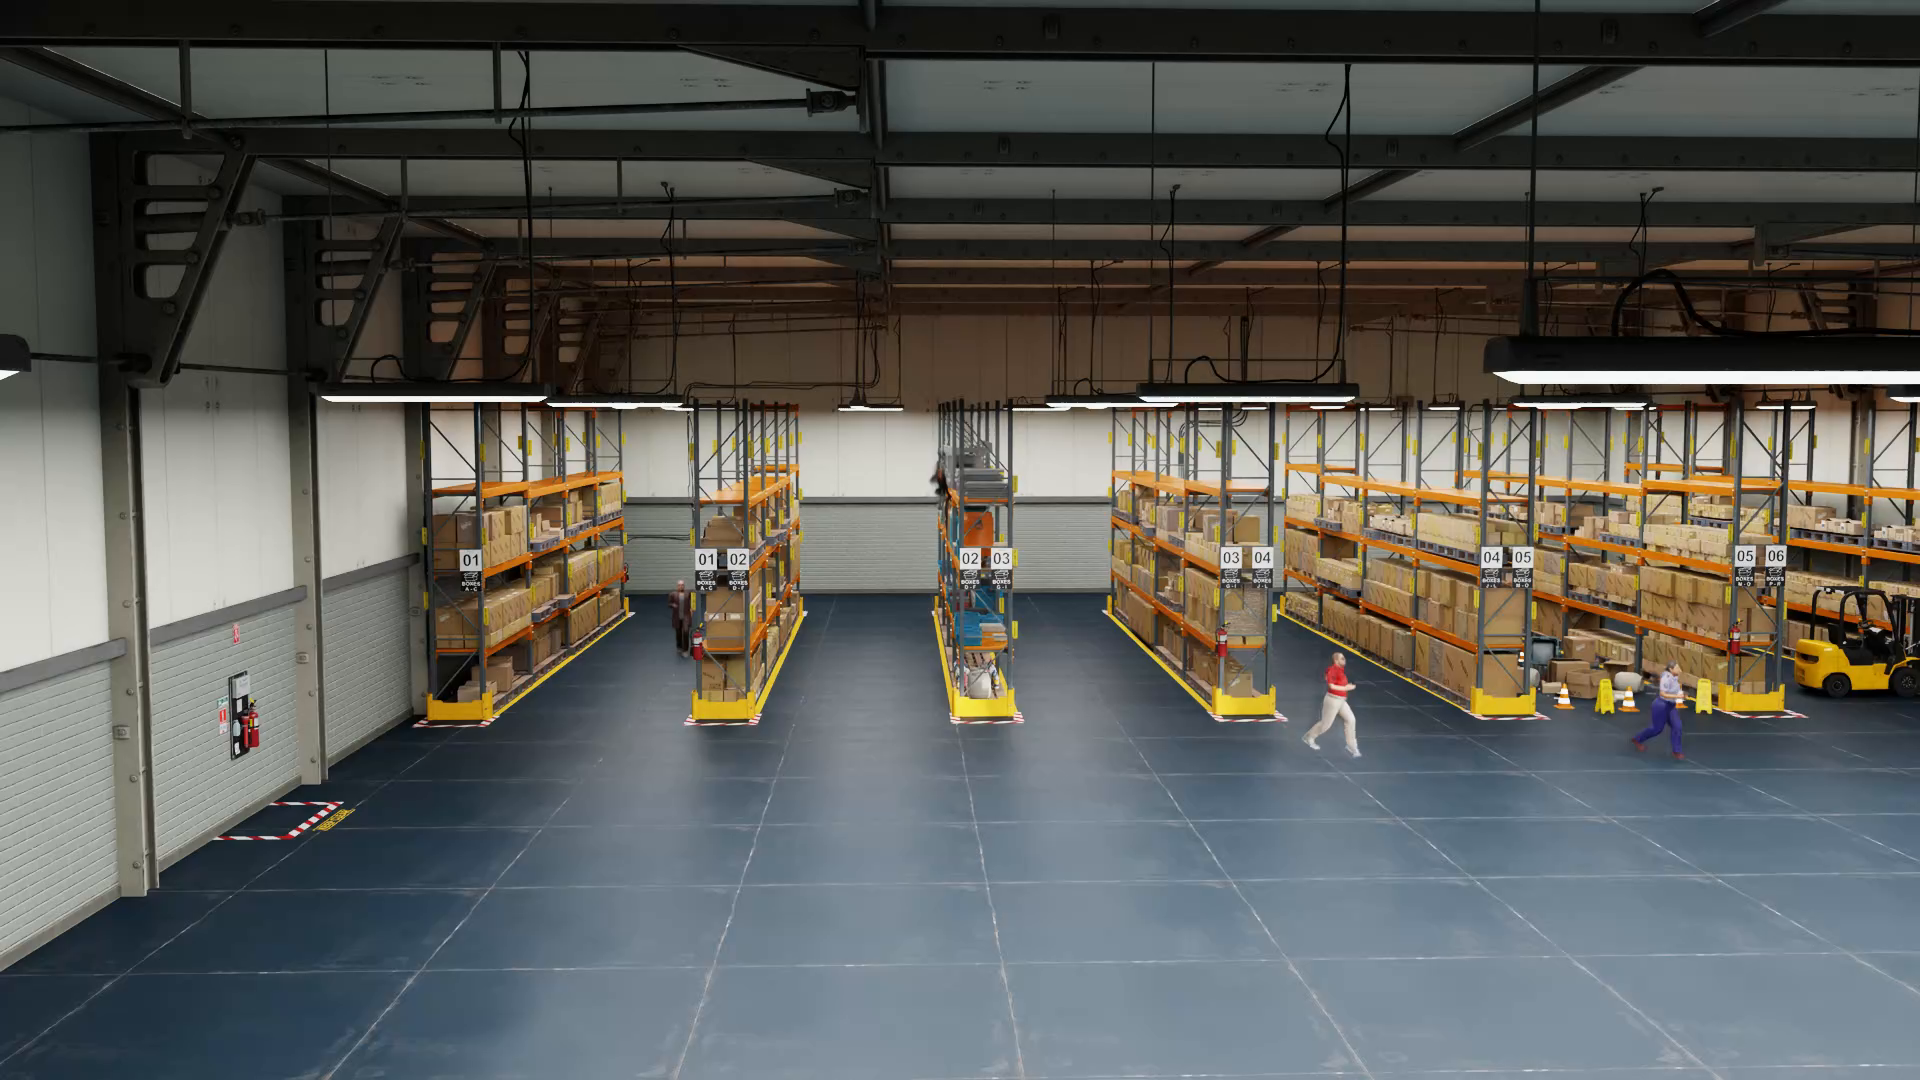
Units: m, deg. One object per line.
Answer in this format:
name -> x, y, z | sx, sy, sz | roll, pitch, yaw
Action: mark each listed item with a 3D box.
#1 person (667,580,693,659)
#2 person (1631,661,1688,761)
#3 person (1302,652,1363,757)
person -> -6.576, 1.851, 39.222 | 0.654, 1.824, 0.952 | -1, 4, -7
person -> 11.674, 2.828, 27.679 | 0.929, 1.683, 0.634 | 4, 6, 42
person -> 6.230, 2.768, 27.857 | 1.008, 1.789, 0.626 | 3, 5, 33
